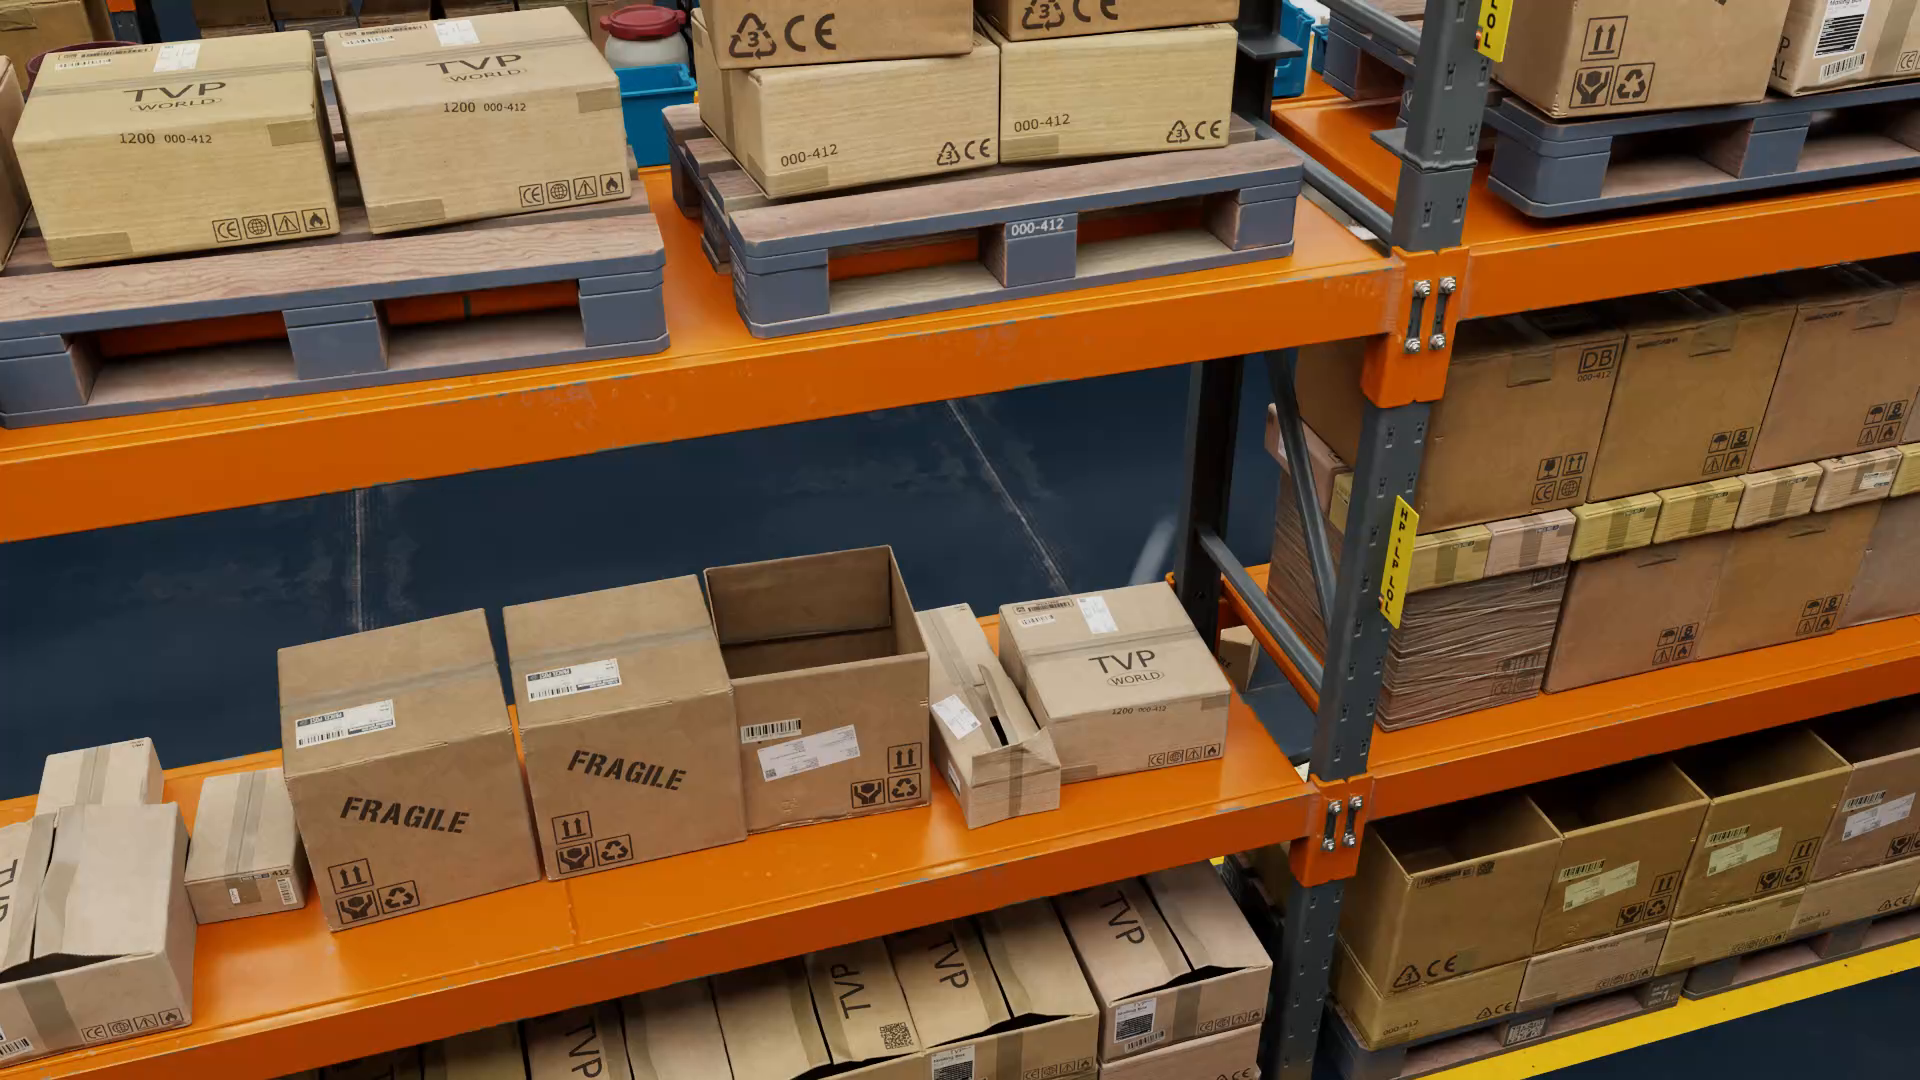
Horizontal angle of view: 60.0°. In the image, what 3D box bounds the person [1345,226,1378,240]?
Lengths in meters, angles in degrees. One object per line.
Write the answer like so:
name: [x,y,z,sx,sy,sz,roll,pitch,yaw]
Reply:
person: [1.817,-0.763,7.278,0.499,1.833,0.565,-27,42,-35]
